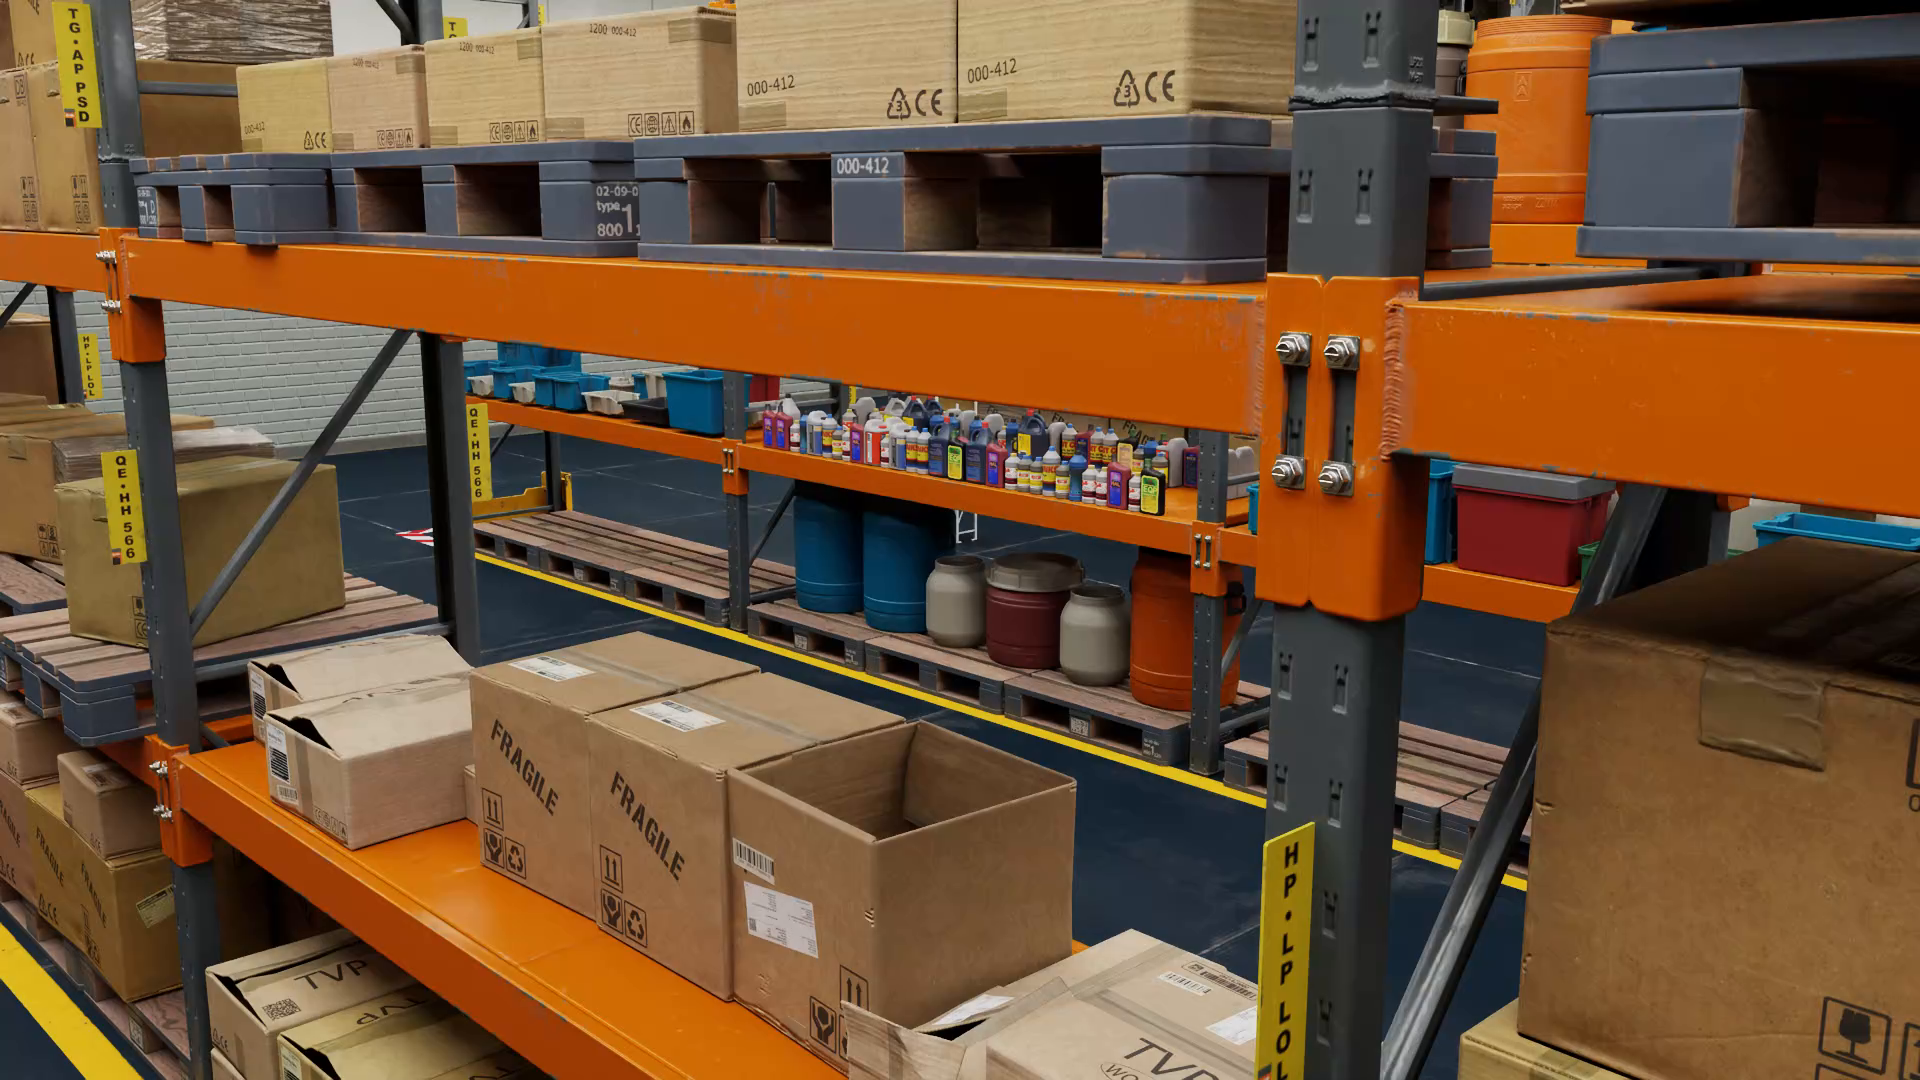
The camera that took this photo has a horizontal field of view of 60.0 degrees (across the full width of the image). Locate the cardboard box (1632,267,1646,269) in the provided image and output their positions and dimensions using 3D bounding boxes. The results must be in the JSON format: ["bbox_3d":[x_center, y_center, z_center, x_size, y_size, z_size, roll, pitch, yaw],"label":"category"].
[{"bbox_3d":[9.047,-3.555,21.508,0.500,0.500,0.500,-11,16,-43],"label":"cardboard box"}]

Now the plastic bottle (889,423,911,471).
[{"bbox_3d":[-0.334,-0.565,10.025,0.152,0.276,0.135,-11,16,-43],"label":"plastic bottle"}]

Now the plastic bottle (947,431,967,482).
[{"bbox_3d":[-0.012,-0.487,9.630,0.061,0.283,0.133,-11,16,-43],"label":"plastic bottle"}]

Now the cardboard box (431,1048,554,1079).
[{"bbox_3d":[-1.131,1.493,4.117,0.500,0.311,0.500,11,16,44],"label":"cardboard box"}]

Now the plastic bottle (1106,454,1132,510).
[{"bbox_3d":[0.838,-0.307,8.758,0.061,0.283,0.133,-11,16,-43],"label":"plastic bottle"}]

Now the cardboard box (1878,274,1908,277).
[{"bbox_3d":[11.090,-3.127,19.431,0.500,0.500,0.500,-11,16,-43],"label":"cardboard box"}]

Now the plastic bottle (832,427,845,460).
[{"bbox_3d":[-0.753,-0.609,10.424,0.097,0.201,0.097,0,12,0],"label":"plastic bottle"}]

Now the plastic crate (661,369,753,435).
[{"bbox_3d":[-1.746,-0.957,11.514,0.392,0.384,0.575,-11,16,-43],"label":"plastic crate"}]

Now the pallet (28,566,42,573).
[{"bbox_3d":[-4.289,0.001,7.451,1.003,0.211,1.213,-11,16,-43],"label":"pallet"}]

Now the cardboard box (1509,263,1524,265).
[{"bbox_3d":[5.927,-3.066,18.395,0.500,0.500,0.500,-10,16,-41],"label":"cardboard box"}]

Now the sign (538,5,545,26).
[{"bbox_3d":[-3.553,-4.358,14.063,0.100,0.325,0.005,-11,16,-43],"label":"sign"}]

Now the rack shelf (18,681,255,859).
[{"bbox_3d":[-3.381,0.419,6.727,1.077,0.370,4.000,-11,16,-43],"label":"rack shelf"}]

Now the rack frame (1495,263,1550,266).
[{"bbox_3d":[6.062,-2.282,18.052,1.000,3.000,0.127,-11,16,-43],"label":"rack frame"}]

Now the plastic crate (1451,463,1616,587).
[{"bbox_3d":[2.480,-0.084,7.227,0.402,0.464,0.583,-11,16,-43],"label":"plastic crate"}]

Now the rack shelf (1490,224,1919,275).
[{"bbox_3d":[2.966,-1.156,6.938,1.077,0.370,4.000,-11,16,-43],"label":"rack shelf"}]

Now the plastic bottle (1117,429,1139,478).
[{"bbox_3d":[0.982,-0.509,9.739,0.061,0.283,0.133,-11,16,-43],"label":"plastic bottle"}]

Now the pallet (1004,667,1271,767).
[{"bbox_3d":[1.010,0.925,9.397,1.003,0.211,1.213,-11,16,-43],"label":"pallet"}]

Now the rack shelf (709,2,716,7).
[{"bbox_3d":[-2.558,-3.597,12.343,1.077,0.370,4.000,-11,16,-43],"label":"rack shelf"}]

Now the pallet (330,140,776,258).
[{"bbox_3d":[-0.692,-0.769,3.743,1.003,0.211,1.213,-10,15,-40],"label":"pallet"}]

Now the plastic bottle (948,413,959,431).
[{"bbox_3d":[-0.055,-0.673,10.562,0.097,0.271,0.097,0,12,0],"label":"plastic bottle"}]

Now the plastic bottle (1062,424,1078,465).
[{"bbox_3d":[0.662,-0.566,10.042,0.097,0.271,0.097,0,12,0],"label":"plastic bottle"}]

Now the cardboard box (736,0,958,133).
[{"bbox_3d":[-0.038,-0.830,2.904,0.500,0.250,0.500,10,15,40],"label":"cardboard box"}]

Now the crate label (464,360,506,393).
[{"bbox_3d":[-4.007,-1.364,13.865,0.416,0.233,0.303,-11,16,-43],"label":"crate label"}]

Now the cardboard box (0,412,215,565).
[{"bbox_3d":[-3.498,-0.231,6.809,0.500,0.500,0.700,7,14,31],"label":"cardboard box"}]

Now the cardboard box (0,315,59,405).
[{"bbox_3d":[-4.884,-0.872,8.484,0.500,0.500,0.500,-10,16,-41],"label":"cardboard box"}]

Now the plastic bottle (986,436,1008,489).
[{"bbox_3d":[0.208,-0.440,9.405,0.061,0.283,0.133,-11,16,-43],"label":"plastic bottle"}]

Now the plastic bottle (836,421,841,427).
[{"bbox_3d":[-0.803,-0.664,10.692,0.097,0.201,0.097,0,12,0],"label":"plastic bottle"}]

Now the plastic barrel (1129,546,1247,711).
[{"bbox_3d":[1.235,0.457,9.097,0.600,0.830,0.708,-11,16,-43],"label":"plastic barrel"}]

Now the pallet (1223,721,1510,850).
[{"bbox_3d":[2.092,1.153,8.292,1.003,0.211,1.213,-11,16,-43],"label":"pallet"}]

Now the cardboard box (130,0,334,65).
[{"bbox_3d":[-2.297,-1.714,5.137,0.500,0.500,0.500,-11,16,-43],"label":"cardboard box"}]

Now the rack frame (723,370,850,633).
[{"bbox_3d":[-1.177,-0.915,11.419,1.000,3.000,0.127,-11,16,-43],"label":"rack frame"}]

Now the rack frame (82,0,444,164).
[{"bbox_3d":[-2.000,-2.580,4.632,1.000,3.000,0.127,-11,16,-43],"label":"rack frame"}]

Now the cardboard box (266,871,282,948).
[{"bbox_3d":[-2.473,1.185,6.328,0.500,0.500,0.500,11,16,43],"label":"cardboard box"}]

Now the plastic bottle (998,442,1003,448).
[{"bbox_3d":[0.184,-0.487,9.633,0.061,0.283,0.133,-11,16,-43],"label":"plastic bottle"}]

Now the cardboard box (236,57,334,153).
[{"bbox_3d":[-1.646,-1.184,4.624,0.500,0.250,0.500,10,15,41],"label":"cardboard box"}]

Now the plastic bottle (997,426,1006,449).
[{"bbox_3d":[0.282,-0.612,10.439,0.097,0.201,0.097,0,12,0],"label":"plastic bottle"}]

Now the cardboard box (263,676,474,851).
[{"bbox_3d":[-1.522,0.560,4.482,0.500,0.311,0.500,-11,16,-43],"label":"cardboard box"}]

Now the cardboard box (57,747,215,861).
[{"bbox_3d":[-2.858,0.889,5.910,0.500,0.250,0.500,-10,15,-40],"label":"cardboard box"}]

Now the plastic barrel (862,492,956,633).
[{"bbox_3d":[-0.325,0.092,10.690,0.600,0.901,0.708,-11,16,-43],"label":"plastic barrel"}]

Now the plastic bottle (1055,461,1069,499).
[{"bbox_3d":[0.570,-0.329,9.068,0.097,0.201,0.097,0,12,0],"label":"plastic bottle"}]

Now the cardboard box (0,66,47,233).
[{"bbox_3d":[-2.678,-1.293,5.572,0.910,0.500,0.500,-11,16,-43],"label":"cardboard box"}]

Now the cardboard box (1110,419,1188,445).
[{"bbox_3d":[2.007,-0.878,15.462,0.875,0.875,0.875,-11,16,-43],"label":"cardboard box"}]

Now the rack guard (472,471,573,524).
[{"bbox_3d":[-3.966,-0.276,14.513,1.175,0.500,0.348,-11,16,-43],"label":"rack guard"}]

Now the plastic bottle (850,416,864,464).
[{"bbox_3d":[-0.619,-0.615,10.253,0.061,0.283,0.133,-11,16,-43],"label":"plastic bottle"}]

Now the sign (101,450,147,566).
[{"bbox_3d":[-2.386,-0.093,4.755,0.100,0.325,0.005,-11,16,-43],"label":"sign"}]

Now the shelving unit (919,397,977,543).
[{"bbox_3d":[-0.114,-0.612,14.408,0.258,1.200,0.503,-11,16,-43],"label":"shelving unit"}]

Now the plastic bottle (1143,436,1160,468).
[{"bbox_3d":[1.096,-0.456,9.511,0.097,0.271,0.097,0,12,0],"label":"plastic bottle"}]

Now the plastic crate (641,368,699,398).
[{"bbox_3d":[-2.099,-1.135,12.631,0.437,0.282,0.530,-11,16,-43],"label":"plastic crate"}]

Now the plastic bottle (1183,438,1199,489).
[{"bbox_3d":[1.326,-0.437,9.386,0.061,0.283,0.133,-11,16,-43],"label":"plastic bottle"}]

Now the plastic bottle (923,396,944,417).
[{"bbox_3d":[-0.178,-0.775,10.863,0.144,0.351,0.185,-11,16,-43],"label":"plastic bottle"}]

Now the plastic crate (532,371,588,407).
[{"bbox_3d":[-3.098,-1.172,12.933,0.416,0.233,0.300,-11,16,-43],"label":"plastic crate"}]

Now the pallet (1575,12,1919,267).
[{"bbox_3d":[1.370,-0.363,1.524,1.003,0.211,1.213,-11,16,-43],"label":"pallet"}]

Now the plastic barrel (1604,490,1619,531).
[{"bbox_3d":[3.040,-0.154,7.390,0.433,0.535,0.433,0,12,0],"label":"plastic barrel"}]

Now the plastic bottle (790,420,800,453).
[{"bbox_3d":[-1.048,-0.671,10.727,0.097,0.201,0.097,0,12,0],"label":"plastic bottle"}]

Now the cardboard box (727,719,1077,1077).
[{"bbox_3d":[-0.120,0.702,3.322,0.500,0.500,0.500,-9,15,-39],"label":"cardboard box"}]

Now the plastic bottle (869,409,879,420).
[{"bbox_3d":[-0.571,-0.792,11.315,0.097,0.201,0.097,0,12,0],"label":"plastic bottle"}]
